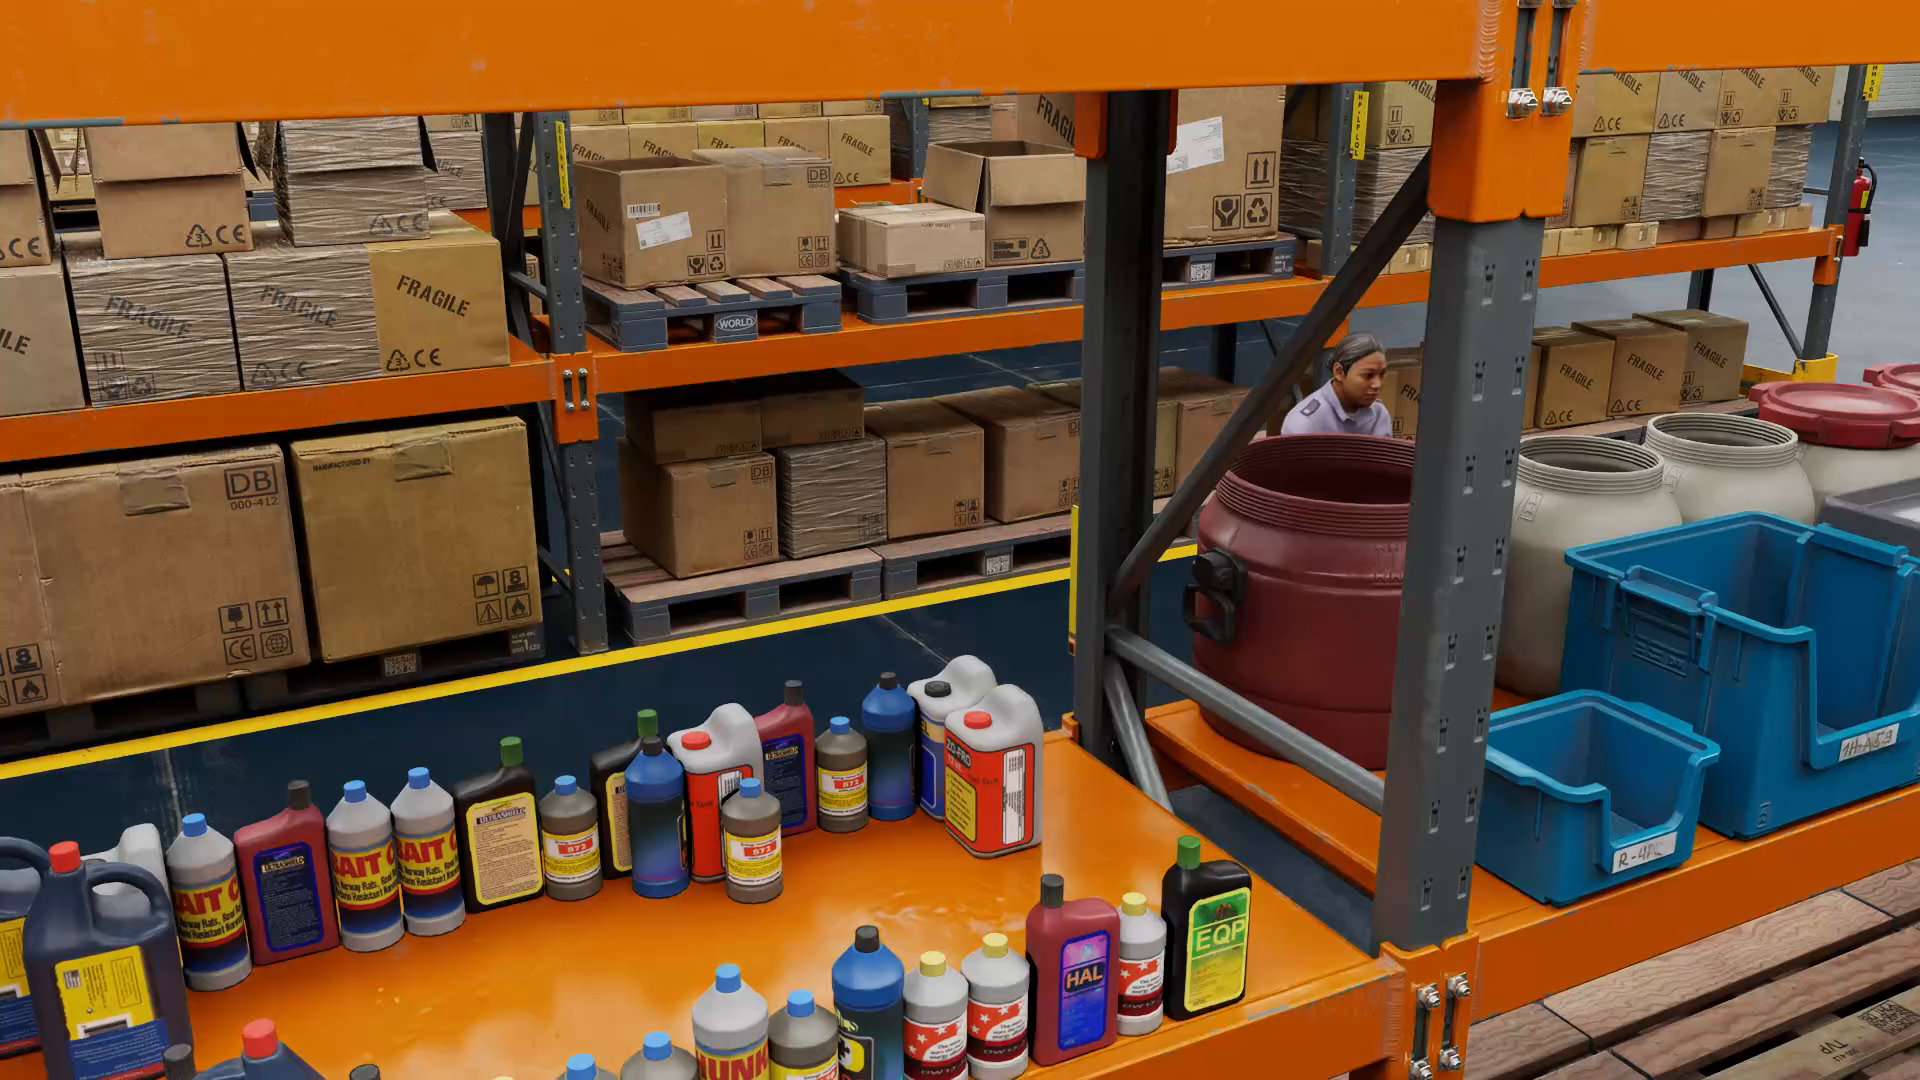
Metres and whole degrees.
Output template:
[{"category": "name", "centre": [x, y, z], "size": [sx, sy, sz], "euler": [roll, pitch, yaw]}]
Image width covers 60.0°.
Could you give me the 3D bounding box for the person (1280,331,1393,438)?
[{"category": "person", "centre": [1.306, 0.091, 5.841], "size": [0.549, 1.626, 0.376], "euler": [-10, 21, -28]}]
